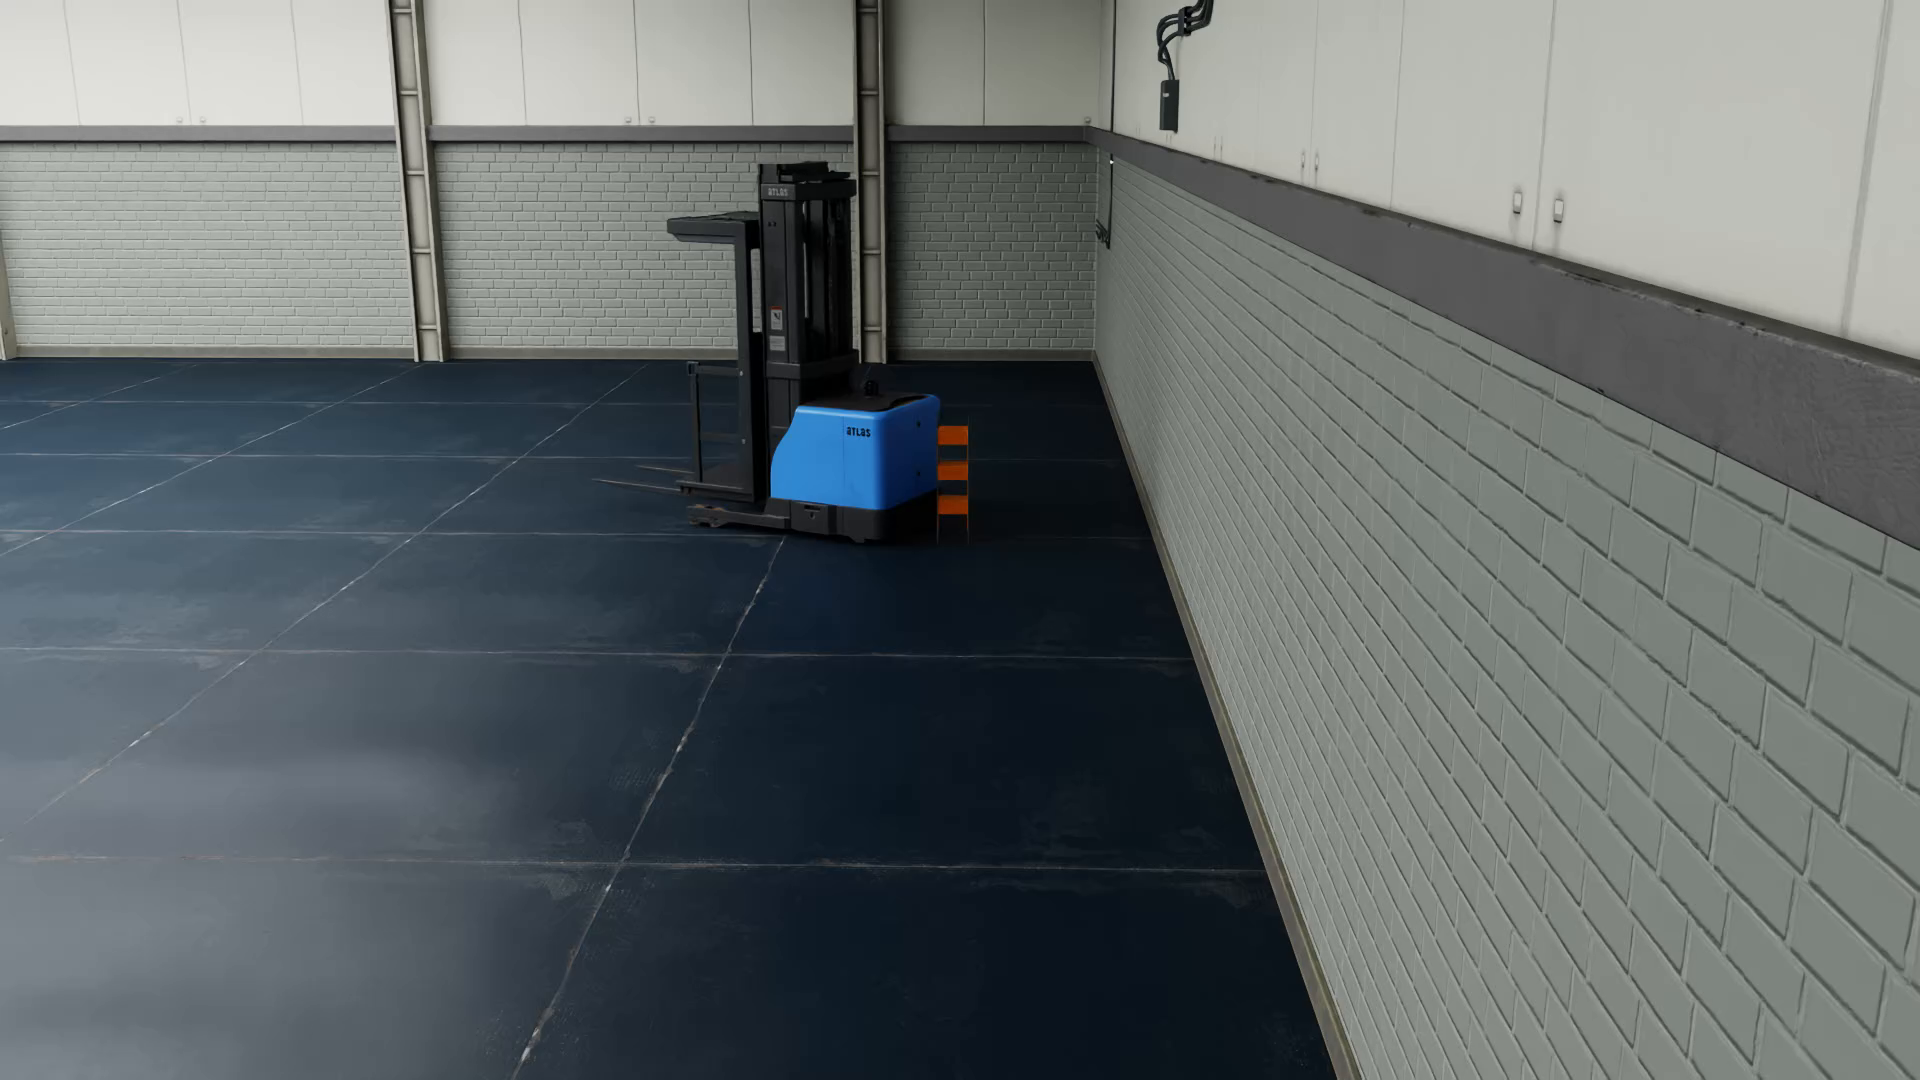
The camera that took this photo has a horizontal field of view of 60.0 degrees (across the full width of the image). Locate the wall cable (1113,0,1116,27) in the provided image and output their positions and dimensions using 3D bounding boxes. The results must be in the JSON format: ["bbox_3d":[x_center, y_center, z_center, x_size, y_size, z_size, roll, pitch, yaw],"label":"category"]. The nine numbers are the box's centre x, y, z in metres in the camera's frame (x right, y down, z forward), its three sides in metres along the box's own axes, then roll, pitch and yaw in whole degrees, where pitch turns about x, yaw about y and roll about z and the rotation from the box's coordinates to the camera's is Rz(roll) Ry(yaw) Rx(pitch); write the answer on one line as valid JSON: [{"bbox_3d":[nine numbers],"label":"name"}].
[{"bbox_3d":[1.665,-6.658,17.122,0.112,2.526,3.097,0,15,1],"label":"wall cable"}]

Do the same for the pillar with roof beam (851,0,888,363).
[{"bbox_3d":[-1.287,-5.666,17.175,0.400,9.000,9.100,0,15,1],"label":"pillar with roof beam"}]

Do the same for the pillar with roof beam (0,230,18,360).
[{"bbox_3d":[-13.284,-5.744,17.471,0.400,9.000,9.100,0,15,1],"label":"pillar with roof beam"}]

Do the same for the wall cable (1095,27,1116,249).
[{"bbox_3d":[1.734,-4.906,20.381,0.112,2.526,3.097,0,15,1],"label":"wall cable"}]

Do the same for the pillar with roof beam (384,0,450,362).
[{"bbox_3d":[-7.286,-5.705,17.323,0.400,9.000,9.100,0,15,1],"label":"pillar with roof beam"}]

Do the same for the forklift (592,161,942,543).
[{"bbox_3d":[-1.703,-1.631,13.775,3.031,2.935,1.130,7,16,26],"label":"forklift"}]

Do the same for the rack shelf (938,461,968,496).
[{"bbox_3d":[-0.053,-0.498,13.210,0.240,0.259,0.215,0,15,1],"label":"rack shelf"}]

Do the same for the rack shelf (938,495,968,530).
[{"bbox_3d":[-0.053,-0.229,13.281,0.240,0.259,0.215,0,15,1],"label":"rack shelf"}]

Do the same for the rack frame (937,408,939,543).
[{"bbox_3d":[-0.175,-0.509,13.210,0.008,1.050,0.200,0,15,1],"label":"rack frame"}]

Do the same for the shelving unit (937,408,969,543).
[{"bbox_3d":[-0.053,-0.508,13.207,0.252,1.050,0.215,0,15,1],"label":"shelving unit"}]

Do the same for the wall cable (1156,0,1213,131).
[{"bbox_3d":[1.475,-5.631,10.376,0.169,6.003,2.305,0,15,1],"label":"wall cable"}]

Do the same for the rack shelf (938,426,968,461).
[{"bbox_3d":[-0.053,-0.772,13.138,0.240,0.259,0.215,0,15,1],"label":"rack shelf"}]
